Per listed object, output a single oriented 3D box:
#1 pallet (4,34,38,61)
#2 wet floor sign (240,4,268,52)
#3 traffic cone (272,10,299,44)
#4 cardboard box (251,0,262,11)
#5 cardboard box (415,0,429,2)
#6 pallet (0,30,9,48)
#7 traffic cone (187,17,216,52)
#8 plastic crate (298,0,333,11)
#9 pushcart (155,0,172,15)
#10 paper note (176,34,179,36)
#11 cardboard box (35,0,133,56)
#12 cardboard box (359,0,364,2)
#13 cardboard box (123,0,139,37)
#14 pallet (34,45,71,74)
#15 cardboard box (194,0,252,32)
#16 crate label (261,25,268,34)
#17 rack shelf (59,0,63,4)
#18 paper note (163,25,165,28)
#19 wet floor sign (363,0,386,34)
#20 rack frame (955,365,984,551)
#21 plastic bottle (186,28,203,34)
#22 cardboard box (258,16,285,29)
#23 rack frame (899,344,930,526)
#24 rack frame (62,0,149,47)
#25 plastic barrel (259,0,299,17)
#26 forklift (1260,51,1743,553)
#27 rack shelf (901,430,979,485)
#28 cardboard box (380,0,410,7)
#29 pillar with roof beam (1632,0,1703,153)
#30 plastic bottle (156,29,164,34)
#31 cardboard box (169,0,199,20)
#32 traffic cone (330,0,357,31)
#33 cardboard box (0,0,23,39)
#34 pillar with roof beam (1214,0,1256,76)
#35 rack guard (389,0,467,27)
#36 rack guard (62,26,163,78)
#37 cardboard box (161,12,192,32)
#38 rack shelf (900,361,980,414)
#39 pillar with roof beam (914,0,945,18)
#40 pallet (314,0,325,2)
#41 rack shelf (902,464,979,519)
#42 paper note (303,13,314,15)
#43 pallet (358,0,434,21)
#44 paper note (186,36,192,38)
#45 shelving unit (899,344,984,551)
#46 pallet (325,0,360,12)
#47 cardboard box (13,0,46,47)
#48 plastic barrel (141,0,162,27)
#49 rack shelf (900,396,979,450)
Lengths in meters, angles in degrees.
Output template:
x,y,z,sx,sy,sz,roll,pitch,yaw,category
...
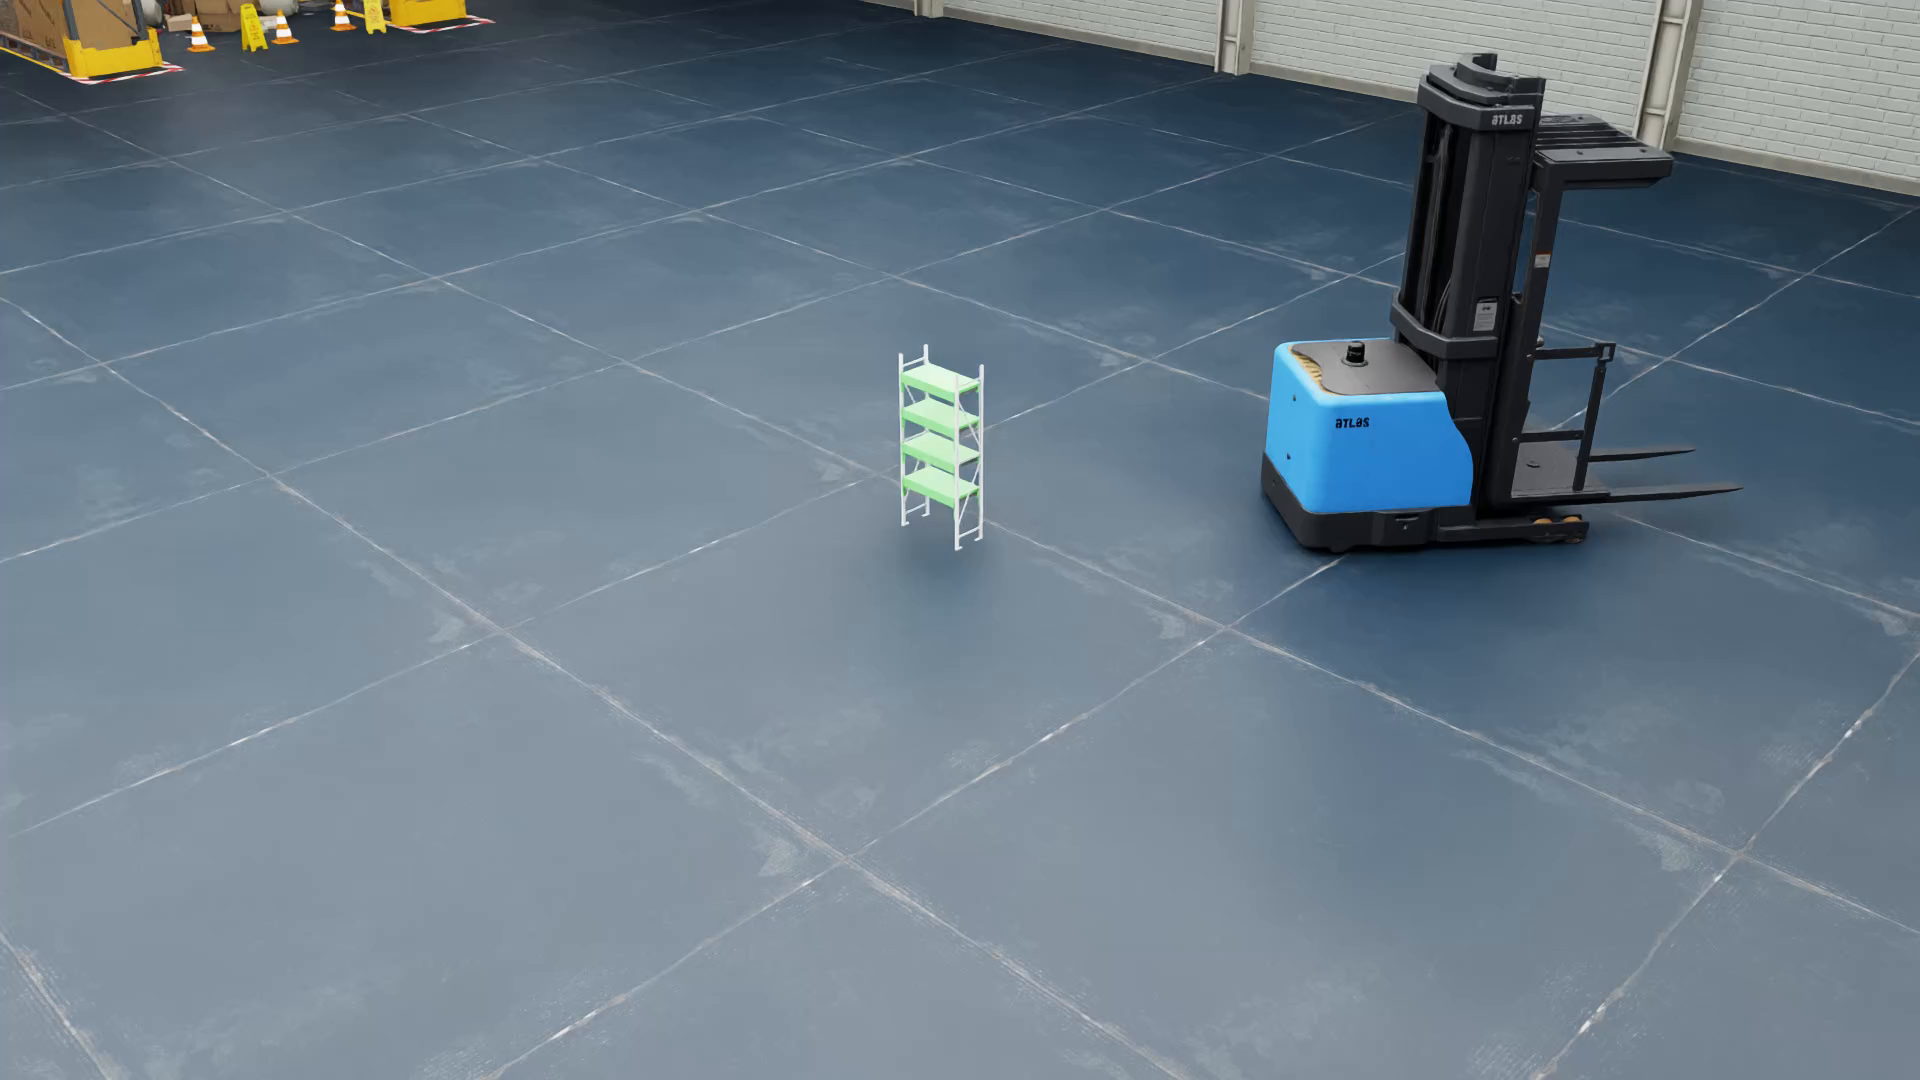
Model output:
x,y,z,sx,sy,sz,roll,pitch,yaw,category
-13.274,-7.302,24.404,1.213,0.211,1.003,25,36,38,pallet
-10.374,-7.509,24.331,0.232,0.644,0.267,18,33,30,wet floor sign
-10.131,-7.689,24.869,0.334,0.463,0.336,25,36,38,traffic cone
-11.427,-8.978,27.278,0.500,0.500,0.500,-3,28,-5,cardboard box
-8.766,-8.903,26.955,0.500,0.250,0.500,24,36,38,cardboard box
-14.148,-7.700,25.161,1.213,0.211,1.003,25,36,38,pallet
-11.166,-7.425,24.367,0.334,0.463,0.336,25,36,38,traffic cone
-10.692,-8.808,27.408,0.583,0.080,0.402,12,30,22,plastic crate
-12.800,-8.951,27.360,0.936,0.377,1.648,12,30,22,pushcart
-11.960,-7.719,25.412,0.032,0.001,0.123,-7,29,-14,paper note
-12.313,-7.348,23.327,0.875,0.875,0.875,25,37,39,cardboard box
-9.513,-8.894,26.938,0.500,0.250,0.500,25,37,39,cardboard box
-12.809,-7.937,25.299,0.500,0.500,0.500,-18,33,-31,cardboard box
-12.408,-6.904,23.647,1.213,0.211,1.003,25,36,38,pallet
-11.412,-8.207,25.811,0.637,0.503,0.797,2,28,4,cardboard box
-10.735,-7.781,25.394,0.298,0.136,0.250,7,29,13,crate label
-13.209,-8.238,23.960,4.000,0.370,1.077,25,36,38,rack shelf
-12.384,-8.055,26.038,0.172,0.023,0.155,-13,30,-22,paper note
-8.999,-8.120,25.493,0.267,0.644,0.232,-13,30,-22,wet floor sign
0.056,-0.505,10.415,0.015,1.200,0.240,25,36,38,rack frame
-11.786,-7.819,25.548,0.283,0.061,0.133,12,30,22,plastic bottle
-10.735,-8.074,25.939,0.380,0.149,0.250,-7,29,-14,cardboard box
-0.292,-0.665,10.718,0.015,1.200,0.240,25,36,38,rack frame
-11.783,-7.903,22.551,0.127,3.000,1.000,25,36,38,rack frame
-10.919,-8.610,26.664,0.512,0.421,0.421,-3,28,-5,plastic barrel
3.602,-1.509,10.463,3.031,2.935,1.130,-3,28,-6,forklift
-0.118,-0.529,10.597,0.480,0.148,0.258,25,36,38,rack shelf
-9.167,-8.730,26.627,0.500,0.250,0.500,24,36,38,cardboard box
5.045,-7.107,14.591,0.400,9.000,9.100,25,36,38,pillar with roof beam
-12.354,-7.793,25.498,0.133,0.061,0.283,12,30,22,plastic bottle
-12.085,-8.570,26.355,0.503,0.637,0.797,25,36,38,cardboard box
-9.596,-8.169,25.781,0.334,0.463,0.336,25,36,38,traffic cone
-13.590,-7.933,24.439,0.875,0.875,0.875,25,37,39,cardboard box
0.767,-9.065,18.314,0.400,9.000,9.100,25,36,38,pillar with roof beam
-8.439,-8.498,26.367,0.348,0.500,1.175,25,36,38,rack guard
-11.766,-6.789,23.118,0.348,0.500,1.175,25,36,38,rack guard
-12.118,-8.049,25.765,0.396,0.266,0.258,-18,33,-31,cardboard box
-0.118,-0.953,10.373,0.480,0.148,0.258,25,36,38,rack shelf
-3.512,-11.023,22.037,0.400,9.000,9.100,25,36,38,pillar with roof beam
-10.733,-9.443,28.475,1.213,0.211,1.003,25,36,38,pallet
-0.118,-0.316,10.708,0.480,0.148,0.258,25,36,38,rack shelf
-10.543,-8.512,26.898,0.148,0.019,0.142,12,30,22,paper note
-8.993,-8.647,26.961,1.213,0.211,1.003,25,36,38,pallet
-11.681,-7.650,25.261,0.144,0.017,0.142,-13,30,-22,paper note
-0.118,-0.585,10.567,0.503,1.200,0.258,25,36,38,shelving unit
-9.859,-9.045,27.717,1.213,0.211,1.003,25,36,38,pallet
-12.942,-7.635,23.872,0.875,0.875,0.875,24,36,38,cardboard box
-12.751,-8.207,25.897,0.512,0.421,0.421,-3,28,-5,plastic barrel
-0.118,-0.741,10.485,0.480,0.148,0.258,25,36,38,rack shelf
